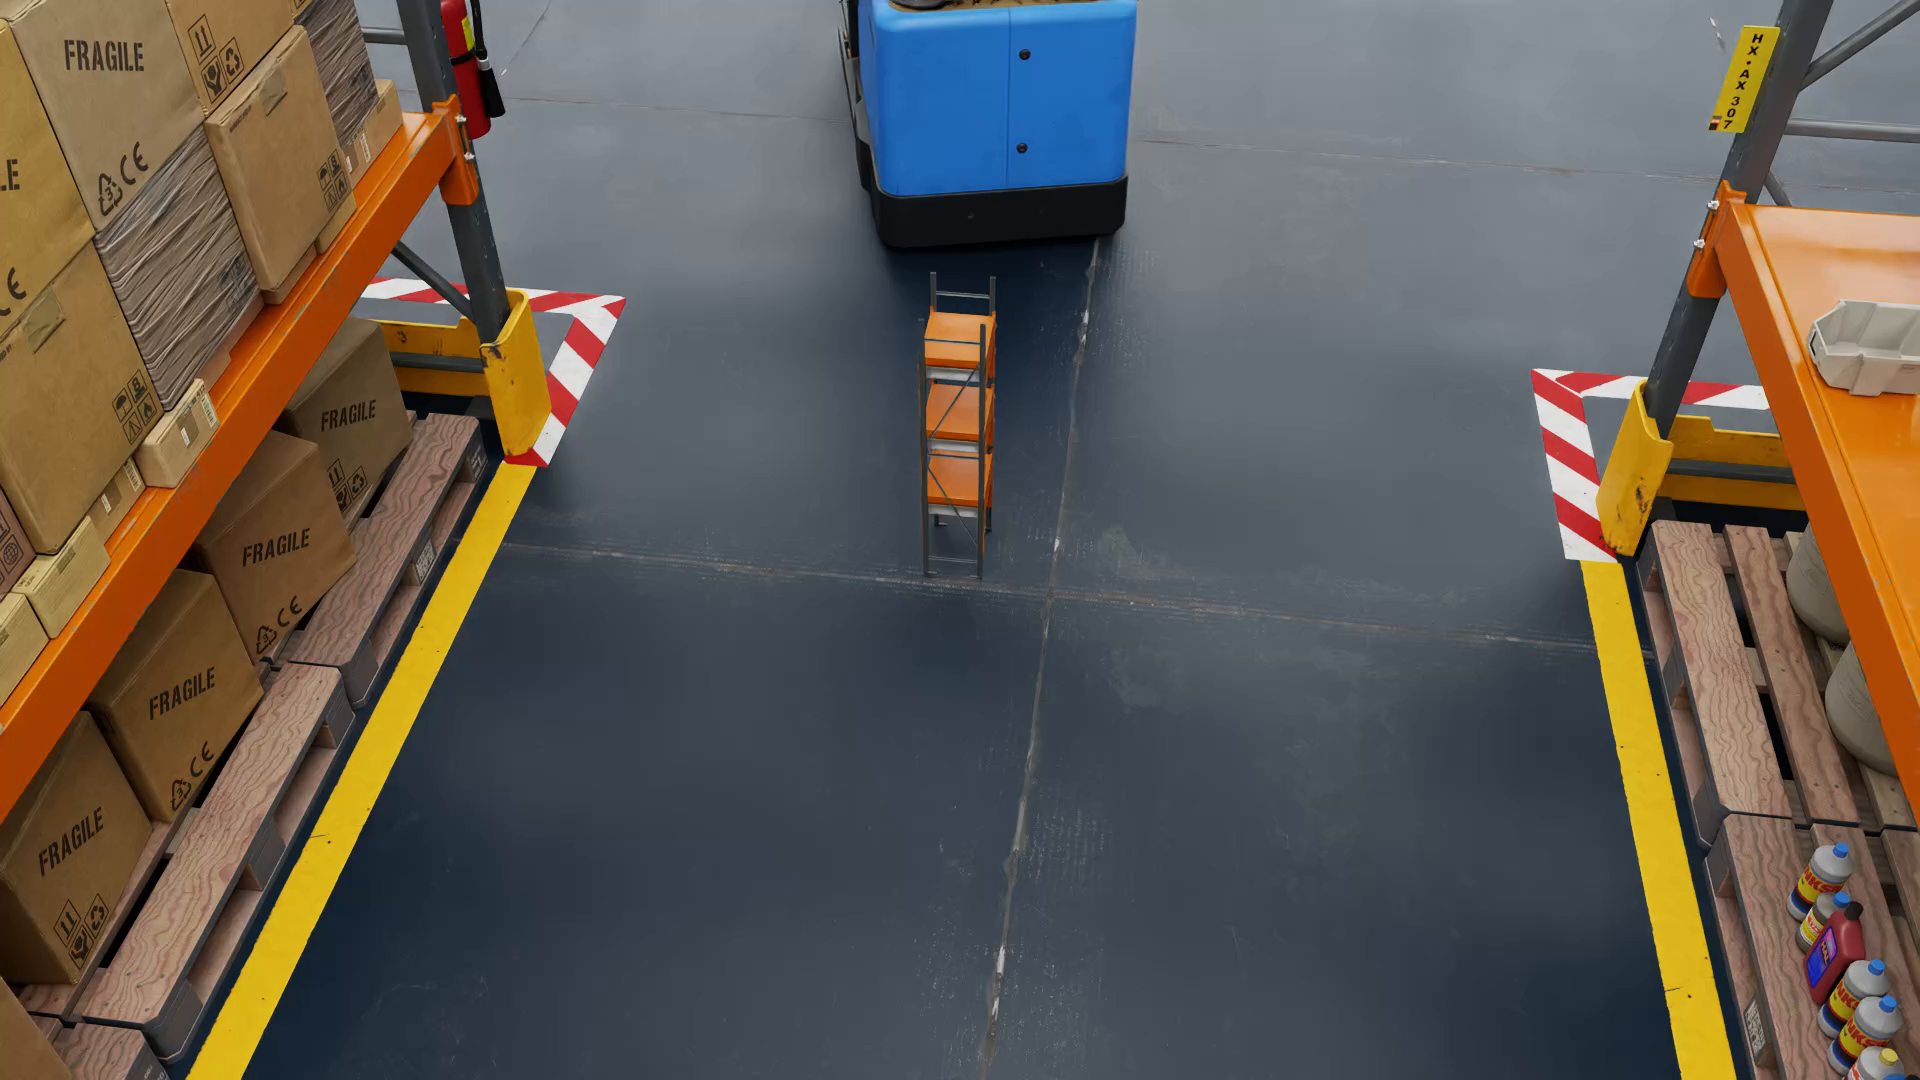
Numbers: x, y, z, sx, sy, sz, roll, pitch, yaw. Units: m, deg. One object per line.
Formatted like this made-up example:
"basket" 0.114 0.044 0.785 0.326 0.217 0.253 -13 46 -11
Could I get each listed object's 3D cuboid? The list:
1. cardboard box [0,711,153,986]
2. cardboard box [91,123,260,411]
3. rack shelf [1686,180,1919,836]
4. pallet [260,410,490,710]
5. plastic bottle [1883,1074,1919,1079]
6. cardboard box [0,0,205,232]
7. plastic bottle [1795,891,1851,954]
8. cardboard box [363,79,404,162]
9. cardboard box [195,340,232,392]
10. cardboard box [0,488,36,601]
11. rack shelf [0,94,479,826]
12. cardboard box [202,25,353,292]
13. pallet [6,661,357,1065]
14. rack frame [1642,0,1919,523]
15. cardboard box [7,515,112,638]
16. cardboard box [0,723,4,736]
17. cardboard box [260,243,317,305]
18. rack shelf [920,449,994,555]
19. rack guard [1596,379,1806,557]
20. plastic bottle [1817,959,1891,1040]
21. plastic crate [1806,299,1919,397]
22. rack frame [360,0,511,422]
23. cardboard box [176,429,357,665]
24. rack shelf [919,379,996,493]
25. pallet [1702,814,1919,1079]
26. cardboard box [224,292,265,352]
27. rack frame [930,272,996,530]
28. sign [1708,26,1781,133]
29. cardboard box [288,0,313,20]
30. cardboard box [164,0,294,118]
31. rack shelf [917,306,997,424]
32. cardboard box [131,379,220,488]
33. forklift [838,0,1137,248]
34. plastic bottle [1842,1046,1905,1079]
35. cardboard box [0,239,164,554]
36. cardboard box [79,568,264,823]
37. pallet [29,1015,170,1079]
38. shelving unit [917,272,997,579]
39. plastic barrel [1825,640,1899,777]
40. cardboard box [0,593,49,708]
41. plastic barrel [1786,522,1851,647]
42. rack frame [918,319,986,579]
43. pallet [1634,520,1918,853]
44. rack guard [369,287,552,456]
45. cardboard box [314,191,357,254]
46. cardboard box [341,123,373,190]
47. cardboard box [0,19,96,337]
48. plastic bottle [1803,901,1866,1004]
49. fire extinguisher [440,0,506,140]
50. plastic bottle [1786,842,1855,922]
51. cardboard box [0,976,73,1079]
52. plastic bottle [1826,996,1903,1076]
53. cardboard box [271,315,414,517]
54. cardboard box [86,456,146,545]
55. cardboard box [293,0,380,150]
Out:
"cardboard box" -2.488 0.780 4.258 0.500 0.500 0.500 2 43 2
"cardboard box" -2.280 -0.695 4.013 0.875 0.500 0.500 5 44 6
"rack shelf" 2.521 0.463 3.602 1.077 0.370 4.000 5 44 6
"pallet" -2.277 0.003 5.593 1.003 0.211 1.213 5 44 6
"plastic bottle" 2.151 1.317 3.842 0.097 0.271 0.097 0 43 0
"cardboard box" -2.081 -1.040 3.650 0.500 0.500 0.500 5 44 6
"plastic bottle" 2.223 0.973 4.256 0.097 0.201 0.097 0 43 0
"cardboard box" -1.957 -1.307 5.132 0.380 0.149 0.250 5 44 6
"cardboard box" -2.106 -0.454 4.230 0.380 0.149 0.250 5 44 6
"cardboard box" -2.465 -0.018 3.298 0.875 0.500 0.500 5 44 6
"rack shelf" -2.389 0.013 4.078 1.077 0.370 4.000 5 44 6
"cardboard box" -2.171 -1.032 4.369 0.875 0.500 0.500 5 44 6
"pallet" -2.441 0.833 4.717 1.003 0.211 1.213 5 44 6
"rack frame" 2.785 -1.161 4.795 1.000 3.000 0.127 5 44 6
"cardboard box" -2.142 0.063 3.684 0.380 0.149 0.250 5 44 6
"cardboard box" -2.178 0.407 3.321 0.380 0.149 0.250 5 44 6
"cardboard box" -2.021 -0.793 4.588 0.380 0.149 0.250 5 44 6
"rack shelf" -0.007 -0.135 5.549 0.215 0.259 0.240 5 44 6
"rack guard" 2.822 -0.197 5.595 1.175 0.500 0.348 5 44 6
"plastic bottle" 2.191 1.111 4.060 0.097 0.271 0.097 0 43 0
"plastic crate" 2.348 -0.485 4.272 0.298 0.136 0.250 5 44 6
"rack frame" -2.124 -1.611 5.270 1.000 3.000 0.127 5 44 6
"cardboard box" -2.269 -0.022 5.104 0.500 0.500 0.500 16 46 16
"rack shelf" -0.007 -0.337 5.358 0.215 0.259 0.240 5 44 6
"pallet" 2.545 1.290 4.234 1.003 0.211 1.213 5 44 6
"cardboard box" -2.096 -0.626 4.412 0.380 0.149 0.250 5 44 6
"rack frame" 0.009 -0.428 5.438 0.200 1.050 0.008 5 44 6
"sign" 2.240 -1.315 4.755 0.100 0.325 0.005 5 44 6
"cardboard box" -1.952 -1.721 4.370 0.500 0.500 0.500 5 44 6
"cardboard box" -2.013 -1.380 4.010 0.500 0.500 0.500 5 44 6
"rack shelf" -0.007 -0.543 5.163 0.215 0.259 0.240 5 44 6
"cardboard box" -2.052 -0.275 4.042 0.380 0.149 0.250 5 44 6
"forklift" -0.002 -3.299 7.103 1.130 2.935 3.031 -5 44 -5
"plastic bottle" 2.165 1.272 3.940 0.097 0.201 0.097 0 43 0
"cardboard box" -2.358 -0.355 3.654 0.875 0.500 0.500 5 44 6
"cardboard box" -2.370 0.403 4.655 0.500 0.500 0.500 9 44 9
"pallet" -2.599 1.666 3.837 1.003 0.211 1.213 5 44 6
"shelving unit" -0.007 -0.345 5.351 0.215 1.050 0.252 5 44 6
"plastic barrel" 2.708 0.387 4.664 0.421 0.512 0.421 0 43 0
"cardboard box" -2.186 0.233 3.505 0.380 0.149 0.250 5 44 6
"plastic barrel" 2.774 0.045 5.025 0.421 0.512 0.421 0 43 0
"rack frame" -0.023 -0.262 5.263 0.200 1.050 0.008 5 44 6
"pallet" 2.709 0.461 5.110 1.003 0.211 1.213 5 44 6
"rack guard" -2.134 -0.652 6.075 1.175 0.500 0.348 5 44 6
"cardboard box" -1.973 -0.962 4.767 0.380 0.149 0.250 5 44 6
"cardboard box" -1.991 -1.137 4.952 0.380 0.149 0.250 5 44 6
"cardboard box" -2.155 -0.700 3.291 0.500 0.500 0.500 5 44 6
"plastic bottle" 2.189 1.025 4.141 0.061 0.283 0.133 6 44 6
"fire extinguisher" -1.652 -1.619 5.335 0.296 0.674 0.183 5 44 6
"plastic bottle" 2.237 0.877 4.306 0.097 0.271 0.097 0 43 0
"cardboard box" -2.492 1.210 3.803 0.500 0.500 0.500 19 46 19
"plastic bottle" 2.178 1.179 3.988 0.097 0.271 0.097 0 43 0
"cardboard box" -2.223 -0.432 5.537 0.500 0.500 0.500 13 45 13
"cardboard box" -2.153 -0.111 3.869 0.380 0.149 0.250 5 44 6
"cardboard box" -2.224 -1.383 4.740 0.875 0.500 0.500 5 44 6
